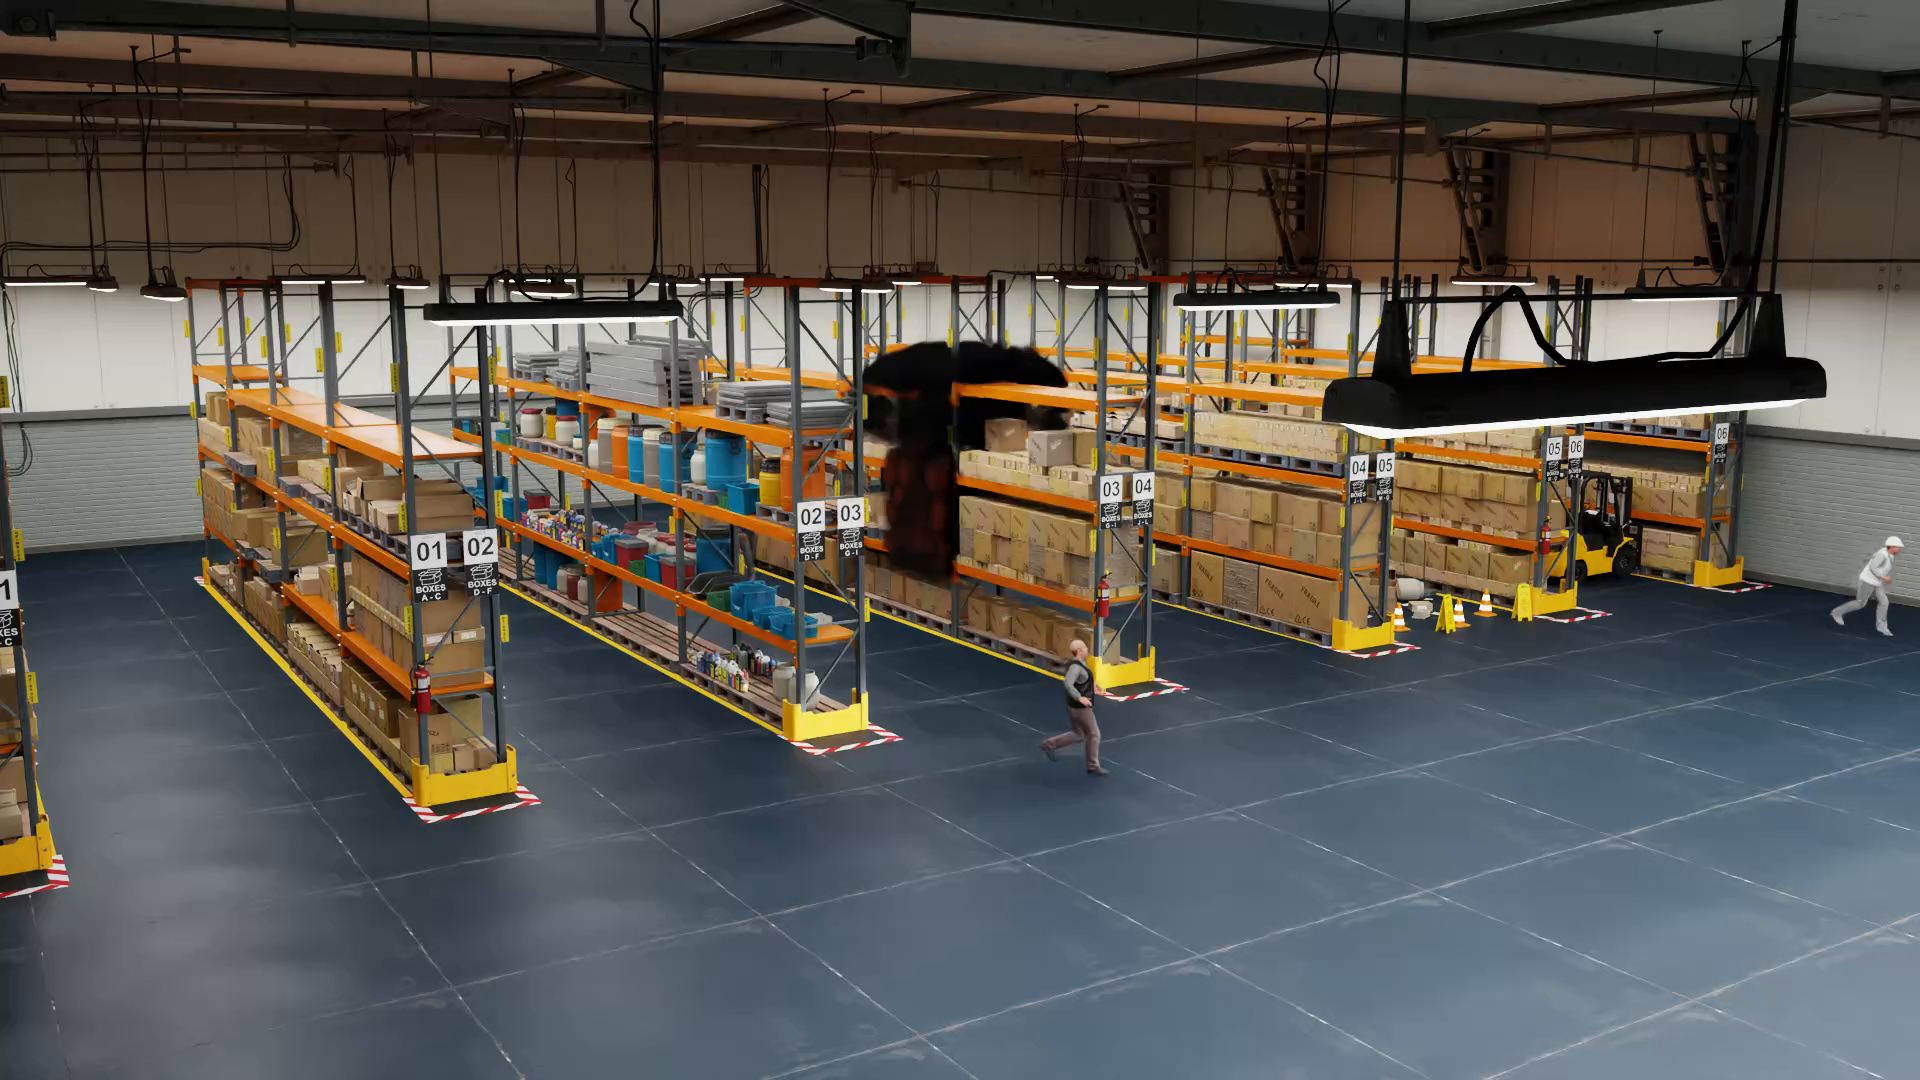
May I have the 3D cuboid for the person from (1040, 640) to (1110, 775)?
[{"bbox_3d":[1.438,2.081,20.585,0.872,1.720,0.663,-1,10,-4],"label":"person"}]

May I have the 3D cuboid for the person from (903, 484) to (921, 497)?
[{"bbox_3d":[-1.360,-1.765,43.595,0.746,1.716,1.060,6,12,34],"label":"person"}]

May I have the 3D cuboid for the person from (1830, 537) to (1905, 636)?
[{"bbox_3d":[15.573,0.726,28.515,1.013,1.665,0.696,7,12,38],"label":"person"}]

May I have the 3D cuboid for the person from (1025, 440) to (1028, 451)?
[{"bbox_3d":[1.644,-2.244,46.083,0.634,1.813,0.716,7,12,36],"label":"person"}]

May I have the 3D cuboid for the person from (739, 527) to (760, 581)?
[{"bbox_3d":[-4.094,-0.030,31.777,0.586,1.637,0.769,-6,11,-30],"label":"person"}]
